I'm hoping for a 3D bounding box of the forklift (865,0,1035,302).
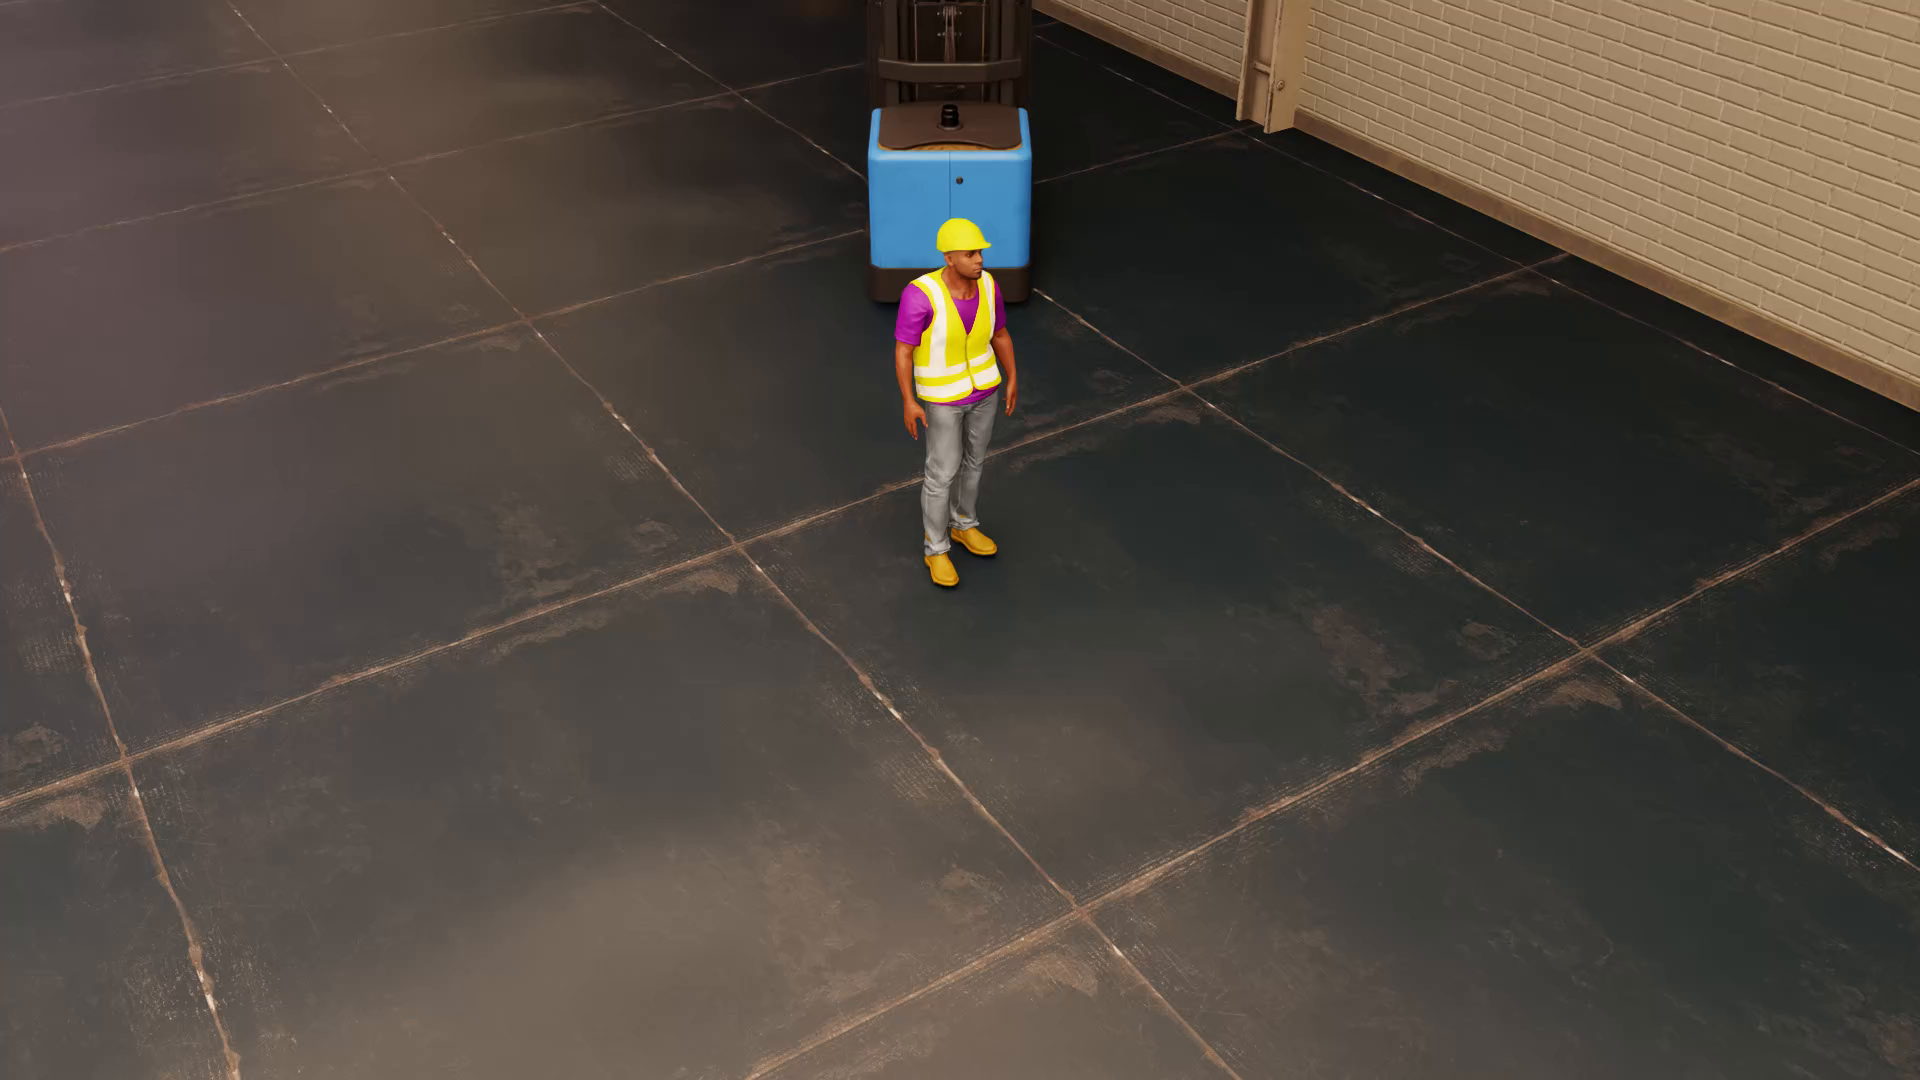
[{"bbox_3d":[-0.071,-3.549,11.199,1.130,2.935,3.031,0,35,0],"label":"forklift"}]

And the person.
[{"bbox_3d":[0.033,-0.693,8.135,0.666,1.765,0.577,-21,40,-27],"label":"person"}]
